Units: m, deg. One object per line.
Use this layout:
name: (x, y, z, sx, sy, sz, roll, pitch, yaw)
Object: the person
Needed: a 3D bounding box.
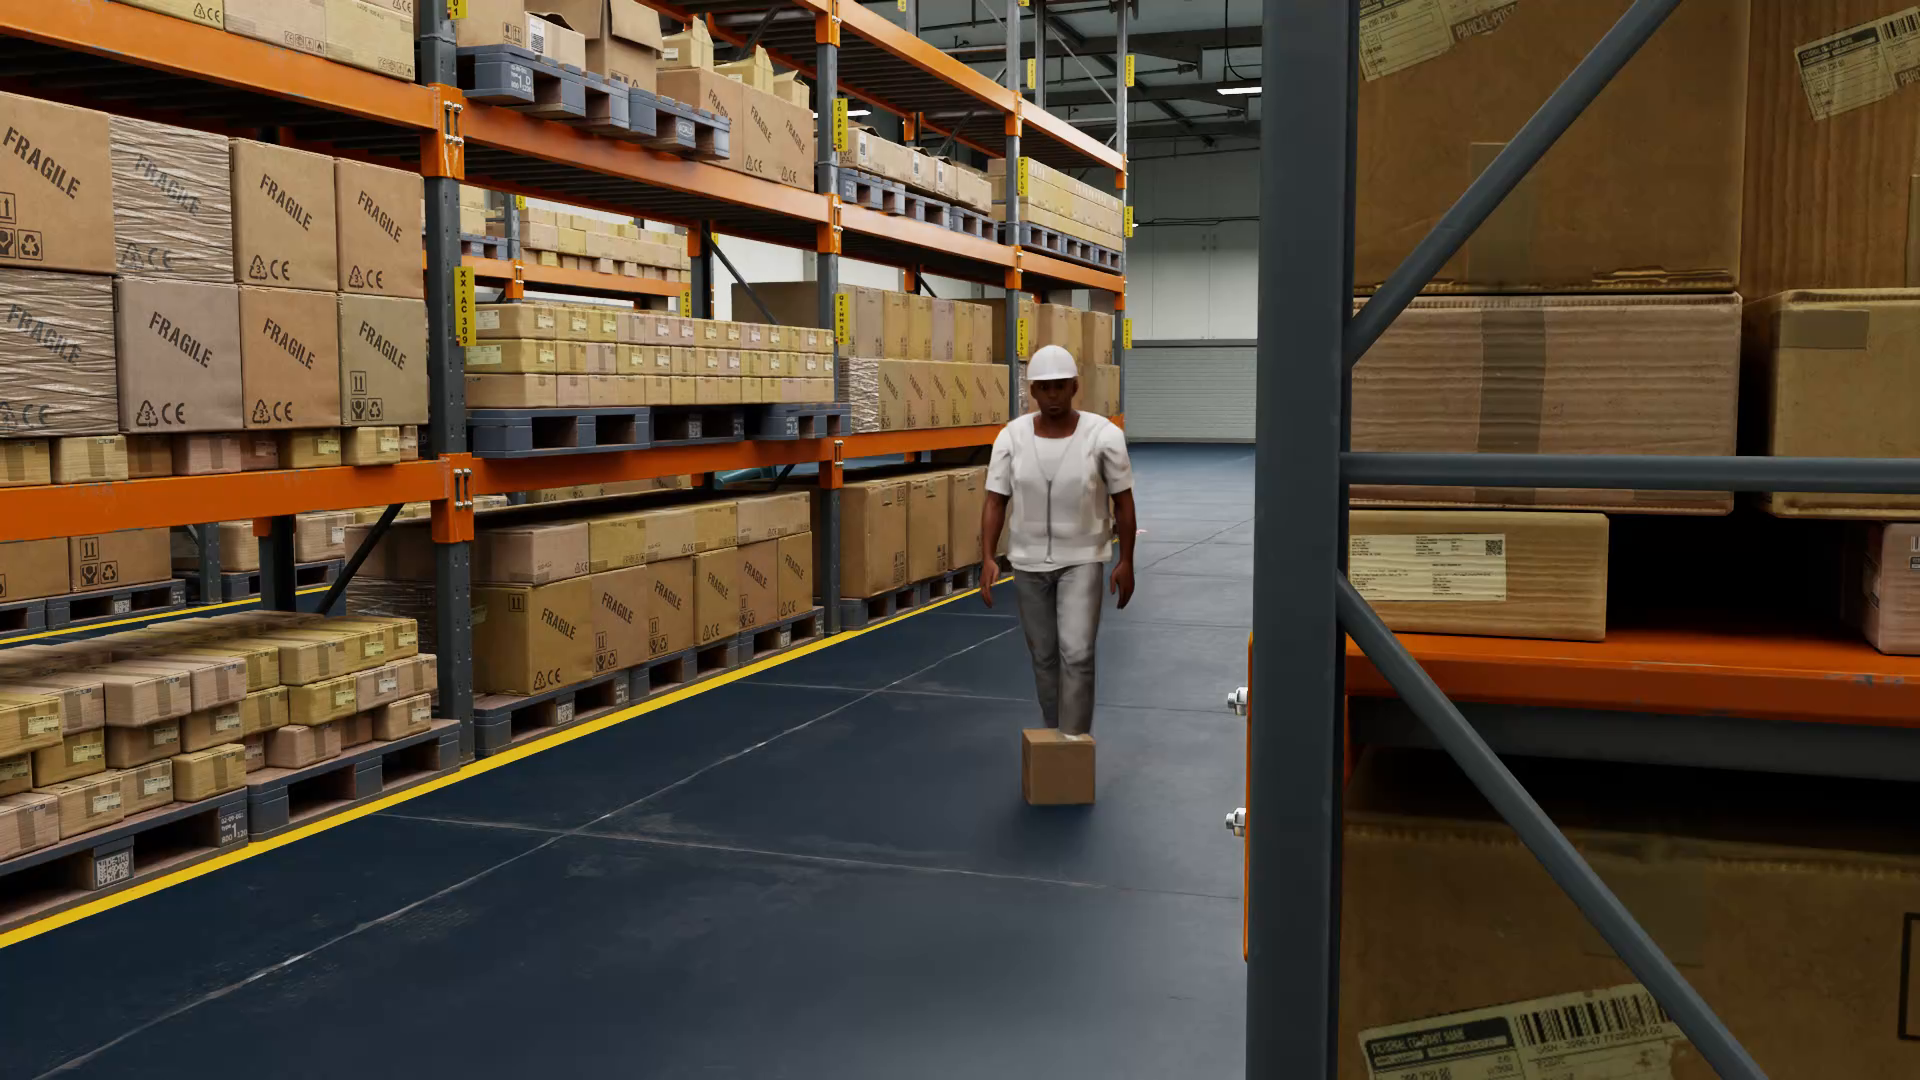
person: (0.392, 0.134, 6.666, 0.593, 1.818, 0.732, 2, 5, 19)
